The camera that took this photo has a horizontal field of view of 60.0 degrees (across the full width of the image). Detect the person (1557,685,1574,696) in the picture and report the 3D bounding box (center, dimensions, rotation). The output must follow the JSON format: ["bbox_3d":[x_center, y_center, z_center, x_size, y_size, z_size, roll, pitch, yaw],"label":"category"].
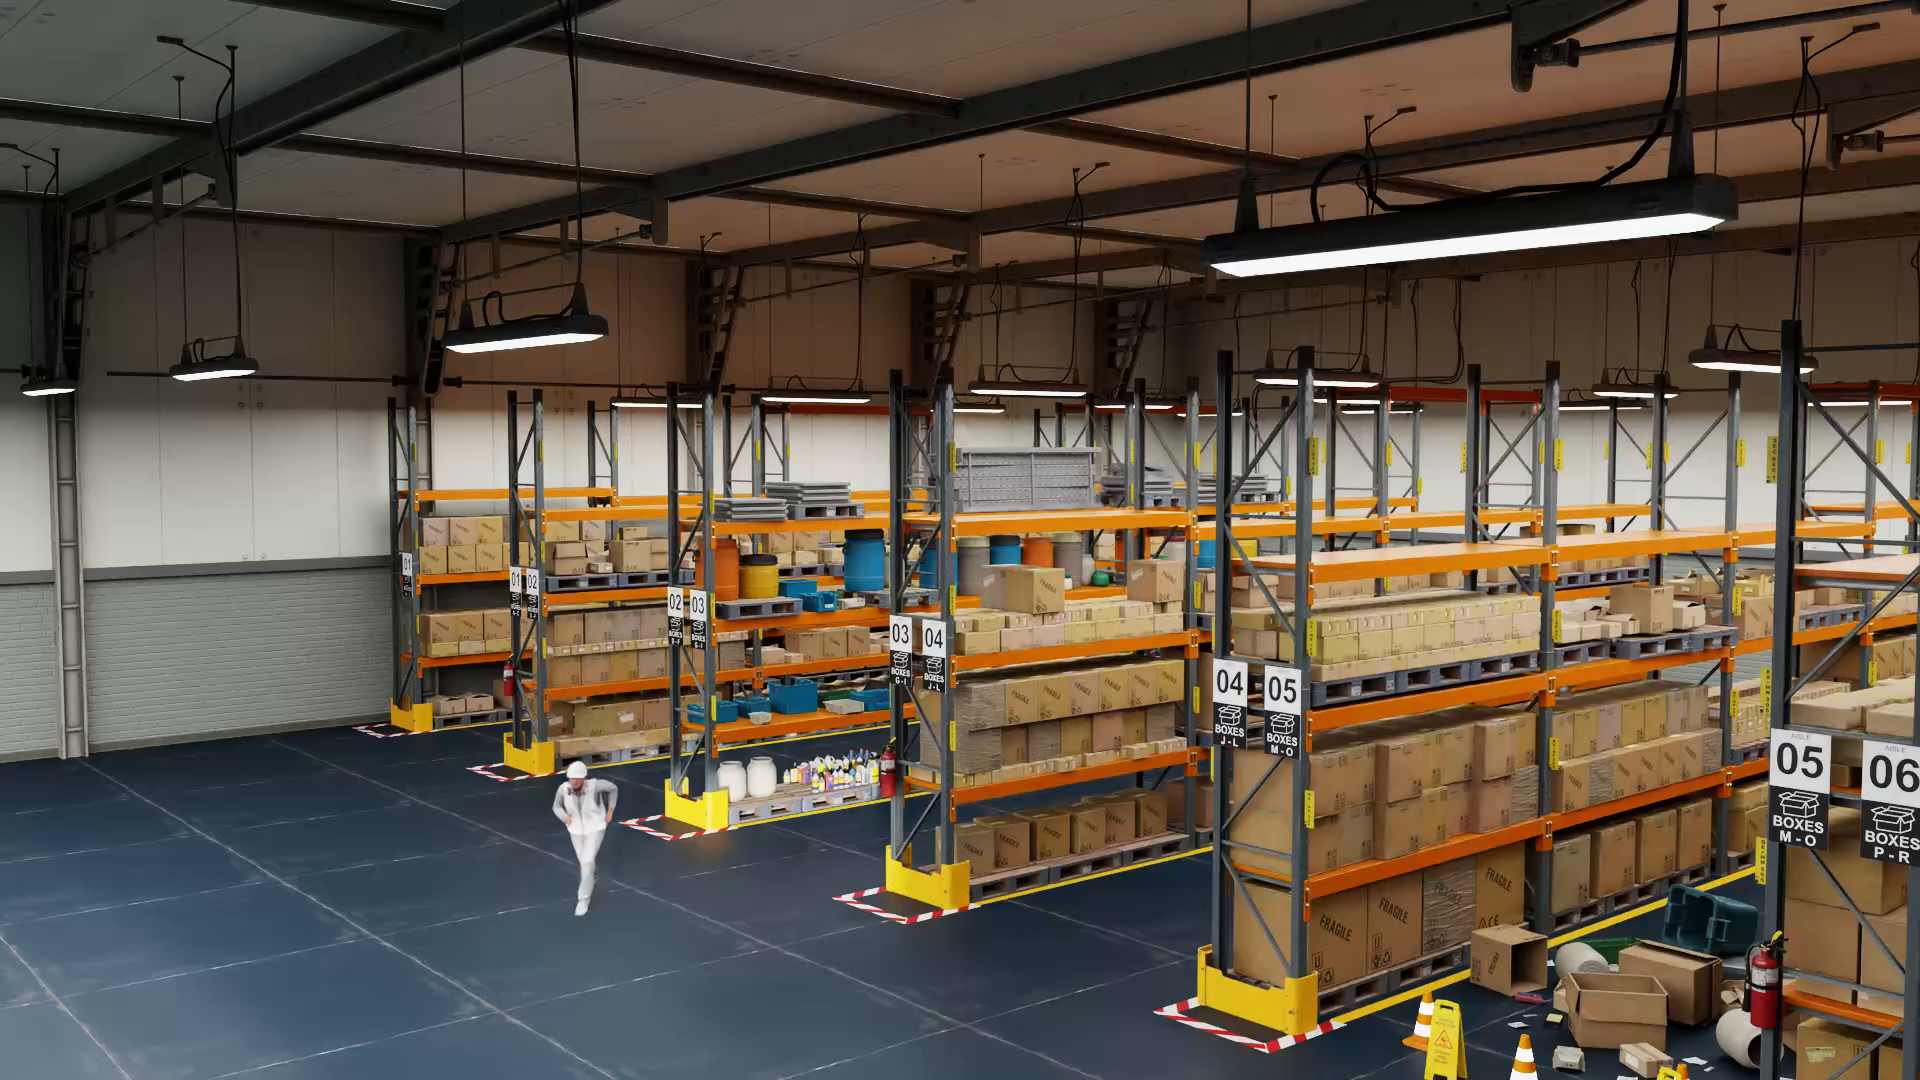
[{"bbox_3d":[9.237,2.923,25.044,0.794,1.627,0.614,-3,4,-41],"label":"person"}]

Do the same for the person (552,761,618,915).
[{"bbox_3d":[-4.157,3.266,18.560,0.702,1.733,1.037,0,3,0],"label":"person"}]
